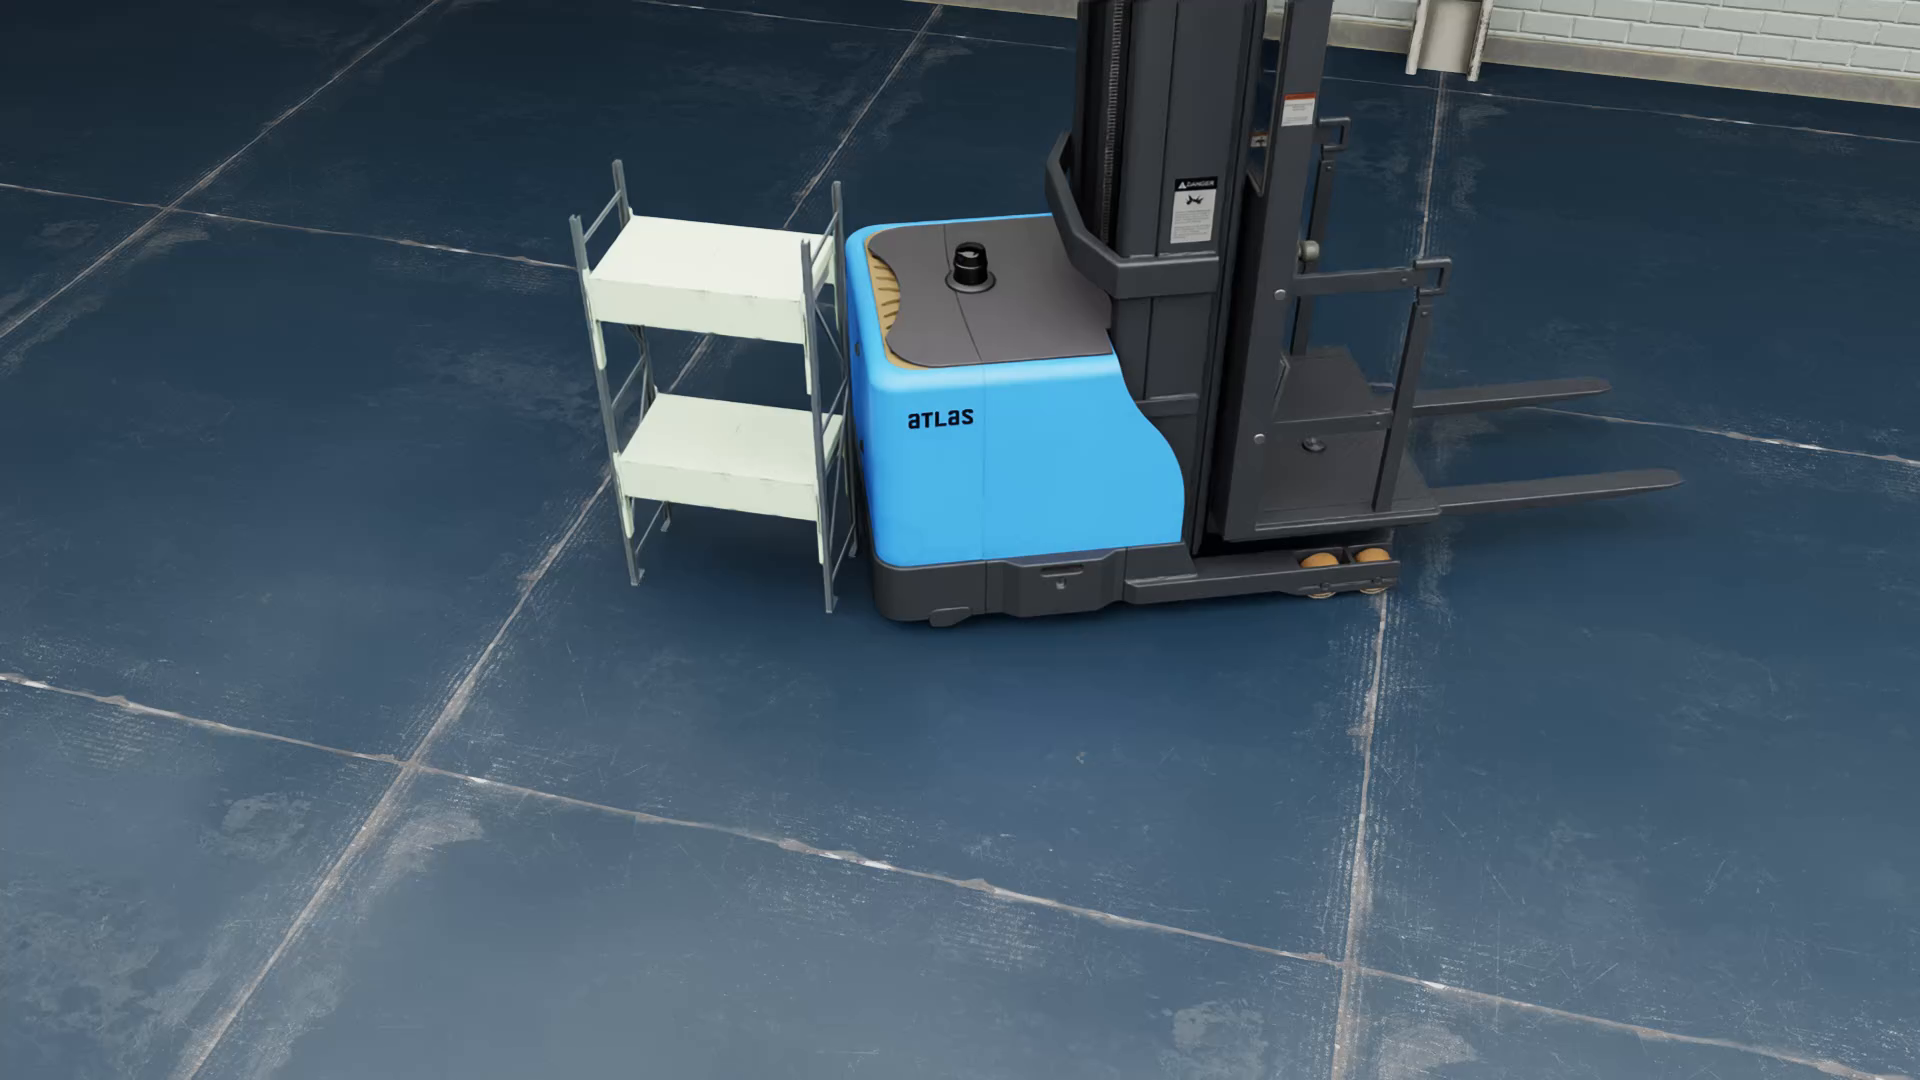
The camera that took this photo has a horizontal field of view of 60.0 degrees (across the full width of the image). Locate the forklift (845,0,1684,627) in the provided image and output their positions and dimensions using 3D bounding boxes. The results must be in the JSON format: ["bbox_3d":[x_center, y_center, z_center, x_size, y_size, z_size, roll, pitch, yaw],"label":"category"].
[{"bbox_3d":[1.140,-1.244,5.452,3.031,2.935,1.130,-5,40,-6],"label":"forklift"}]

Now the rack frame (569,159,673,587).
[{"bbox_3d":[-1.145,-0.531,5.716,0.023,1.500,0.400,8,41,9],"label":"rack frame"}]

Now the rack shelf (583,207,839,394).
[{"bbox_3d":[-0.786,-0.783,5.409,0.720,0.370,0.431,8,41,9],"label":"rack shelf"}]

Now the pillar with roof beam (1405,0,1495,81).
[{"bbox_3d":[1.631,-3.467,3.381,0.400,9.000,9.100,10,41,11],"label":"pillar with roof beam"}]

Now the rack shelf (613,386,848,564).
[{"bbox_3d":[-0.786,-0.234,5.870,0.720,0.370,0.431,8,41,9],"label":"rack shelf"}]

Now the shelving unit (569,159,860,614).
[{"bbox_3d":[-0.786,-0.484,5.660,0.755,1.500,0.431,8,41,9],"label":"shelving unit"}]

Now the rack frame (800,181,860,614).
[{"bbox_3d":[-0.428,-0.437,5.604,0.023,1.500,0.400,8,41,9],"label":"rack frame"}]
